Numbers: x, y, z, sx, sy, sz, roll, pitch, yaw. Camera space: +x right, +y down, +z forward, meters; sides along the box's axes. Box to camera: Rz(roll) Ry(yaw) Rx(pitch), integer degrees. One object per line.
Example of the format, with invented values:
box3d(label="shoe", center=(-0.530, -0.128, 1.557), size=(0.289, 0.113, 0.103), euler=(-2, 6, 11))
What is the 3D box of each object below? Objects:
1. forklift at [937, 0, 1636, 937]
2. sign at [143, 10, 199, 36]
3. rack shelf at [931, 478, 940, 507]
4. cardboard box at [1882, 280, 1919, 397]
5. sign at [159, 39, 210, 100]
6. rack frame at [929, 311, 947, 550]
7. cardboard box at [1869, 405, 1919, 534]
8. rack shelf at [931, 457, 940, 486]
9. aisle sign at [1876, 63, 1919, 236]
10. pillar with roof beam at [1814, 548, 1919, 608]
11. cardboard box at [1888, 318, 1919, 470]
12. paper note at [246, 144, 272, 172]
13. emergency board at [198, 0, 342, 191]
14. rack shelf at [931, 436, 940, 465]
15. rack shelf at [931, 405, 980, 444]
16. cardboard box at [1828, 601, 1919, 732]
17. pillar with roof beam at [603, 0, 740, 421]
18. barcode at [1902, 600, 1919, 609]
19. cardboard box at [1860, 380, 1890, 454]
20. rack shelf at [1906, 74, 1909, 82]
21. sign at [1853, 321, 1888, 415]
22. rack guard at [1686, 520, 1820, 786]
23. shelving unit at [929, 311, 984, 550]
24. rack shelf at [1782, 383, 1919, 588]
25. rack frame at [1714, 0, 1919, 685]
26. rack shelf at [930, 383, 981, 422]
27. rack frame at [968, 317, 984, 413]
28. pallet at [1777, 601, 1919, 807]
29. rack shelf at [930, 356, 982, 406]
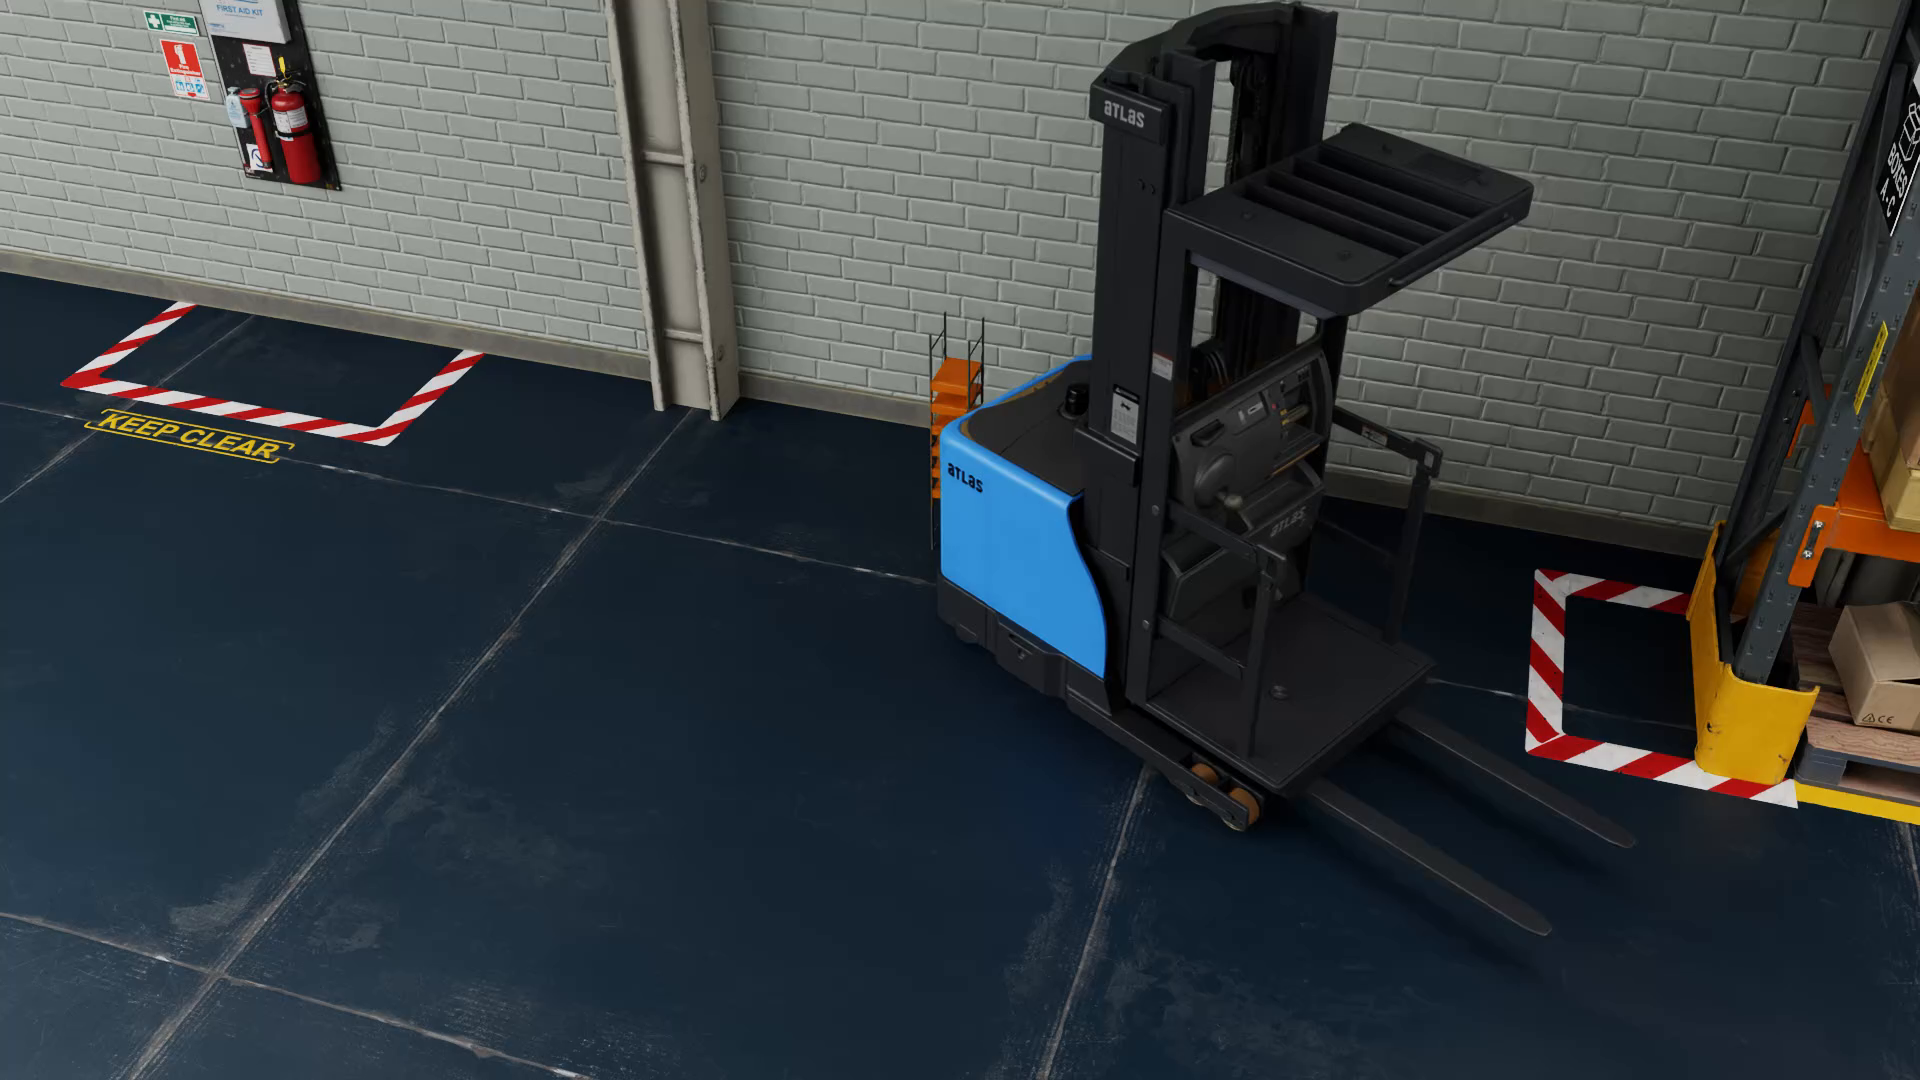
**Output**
box3d(label="forklift", center=(1.281, -0.366, 6.275), size=(1.130, 2.935, 3.031), euler=(-30, 46, -34))
box3d(label="sign", center=(-4.305, -2.821, 9.075), size=(0.331, 0.109, 0.001), euler=(10, 38, 14))
box3d(label="rack shelf", center=(-0.014, -0.257, 8.066), size=(0.180, 0.103, 0.258), euler=(10, 38, 14))
box3d(label="cardboard box", center=(3.852, -0.845, 6.344), size=(0.500, 0.500, 0.500), euler=(10, 38, 13))
box3d(label="sign", center=(-4.307, -2.613, 9.240), size=(0.234, 0.329, 0.001), euler=(10, 38, 14))
box3d(label="rack frame", center=(-0.101, -0.502, 7.920), size=(0.006, 1.200, 0.240), euler=(10, 38, 14))
box3d(label="cardboard box", center=(3.709, -0.240, 6.155), size=(0.500, 0.250, 0.500), euler=(9, 37, 13))
box3d(label="rack shelf", center=(-0.014, -0.353, 7.995), size=(0.180, 0.103, 0.258), euler=(10, 38, 14))
box3d(label="aisle sign", center=(3.180, -1.448, 5.494), size=(0.004, 0.787, 0.394), euler=(10, 38, 14))
box3d(label="pillar with roof beam", center=(2.981, -0.904, 1.887), size=(0.400, 9.000, 9.100), euler=(10, 38, 14))
box3d(label="cardboard box", center=(3.704, -0.553, 5.948), size=(0.500, 0.500, 0.500), euler=(11, 38, 14))
box3d(label="paper note", center=(-3.958, -2.158, 9.395), size=(0.142, 0.148, 0.016), euler=(10, 38, 14))
box3d(label="emergency board", center=(-3.810, -2.443, 9.038), size=(0.643, 1.169, 0.194), euler=(10, 38, 14))
box3d(label="rack shelf", center=(-0.014, -0.450, 7.924), size=(0.180, 0.103, 0.258), euler=(10, 38, 14))
box3d(label="rack shelf", center=(-0.014, -0.547, 7.853), size=(0.180, 0.103, 0.258), euler=(10, 38, 14))
box3d(label="cardboard box", center=(3.972, 0.521, 6.909), size=(0.500, 0.311, 0.500), euler=(6, 37, 9))
box3d(label="pillar with roof beam", center=(-2.746, -1.965, 3.328), size=(0.400, 9.000, 9.100), euler=(10, 38, 14))
box3d(label="barcode", center=(4.108, 0.294, 7.209), size=(0.075, 0.075, 0.001), euler=(10, 38, 14))
box3d(label="cardboard box", center=(3.842, -0.533, 6.553), size=(0.500, 0.250, 0.500), euler=(11, 38, 15))
box3d(label="rack shelf", center=(5.247, -1.123, 5.321), size=(4.000, 0.370, 1.077), euler=(10, 38, 14))
box3d(label="sign", center=(3.177, -0.600, 5.804), size=(0.005, 0.325, 0.100), euler=(10, 38, 14))
box3d(label="rack guard", center=(3.411, 0.462, 7.200), size=(0.348, 0.500, 1.175), euler=(10, 38, 14))
box3d(label="shelving unit", center=(-0.014, -0.486, 7.898), size=(0.189, 1.200, 0.258), euler=(10, 38, 14))
box3d(label="rack shelf", center=(5.247, 0.085, 6.211), size=(4.000, 0.370, 1.077), euler=(10, 38, 14))
box3d(label="rack frame", center=(3.338, -0.558, 6.478), size=(0.127, 3.000, 1.000), euler=(10, 38, 14))
box3d(label="rack shelf", center=(-0.014, -0.643, 7.782), size=(0.180, 0.103, 0.258), euler=(10, 38, 14))
box3d(label="rack frame", center=(0.074, -0.470, 7.876), size=(0.006, 1.200, 0.240), euler=(10, 38, 14))
box3d(label="pallet", center=(4.176, 0.742, 7.064), size=(1.213, 0.211, 1.003), euler=(10, 38, 14))
box3d(label="rack shelf", center=(-0.014, -0.740, 7.711), size=(0.180, 0.103, 0.258), euler=(10, 38, 14))
